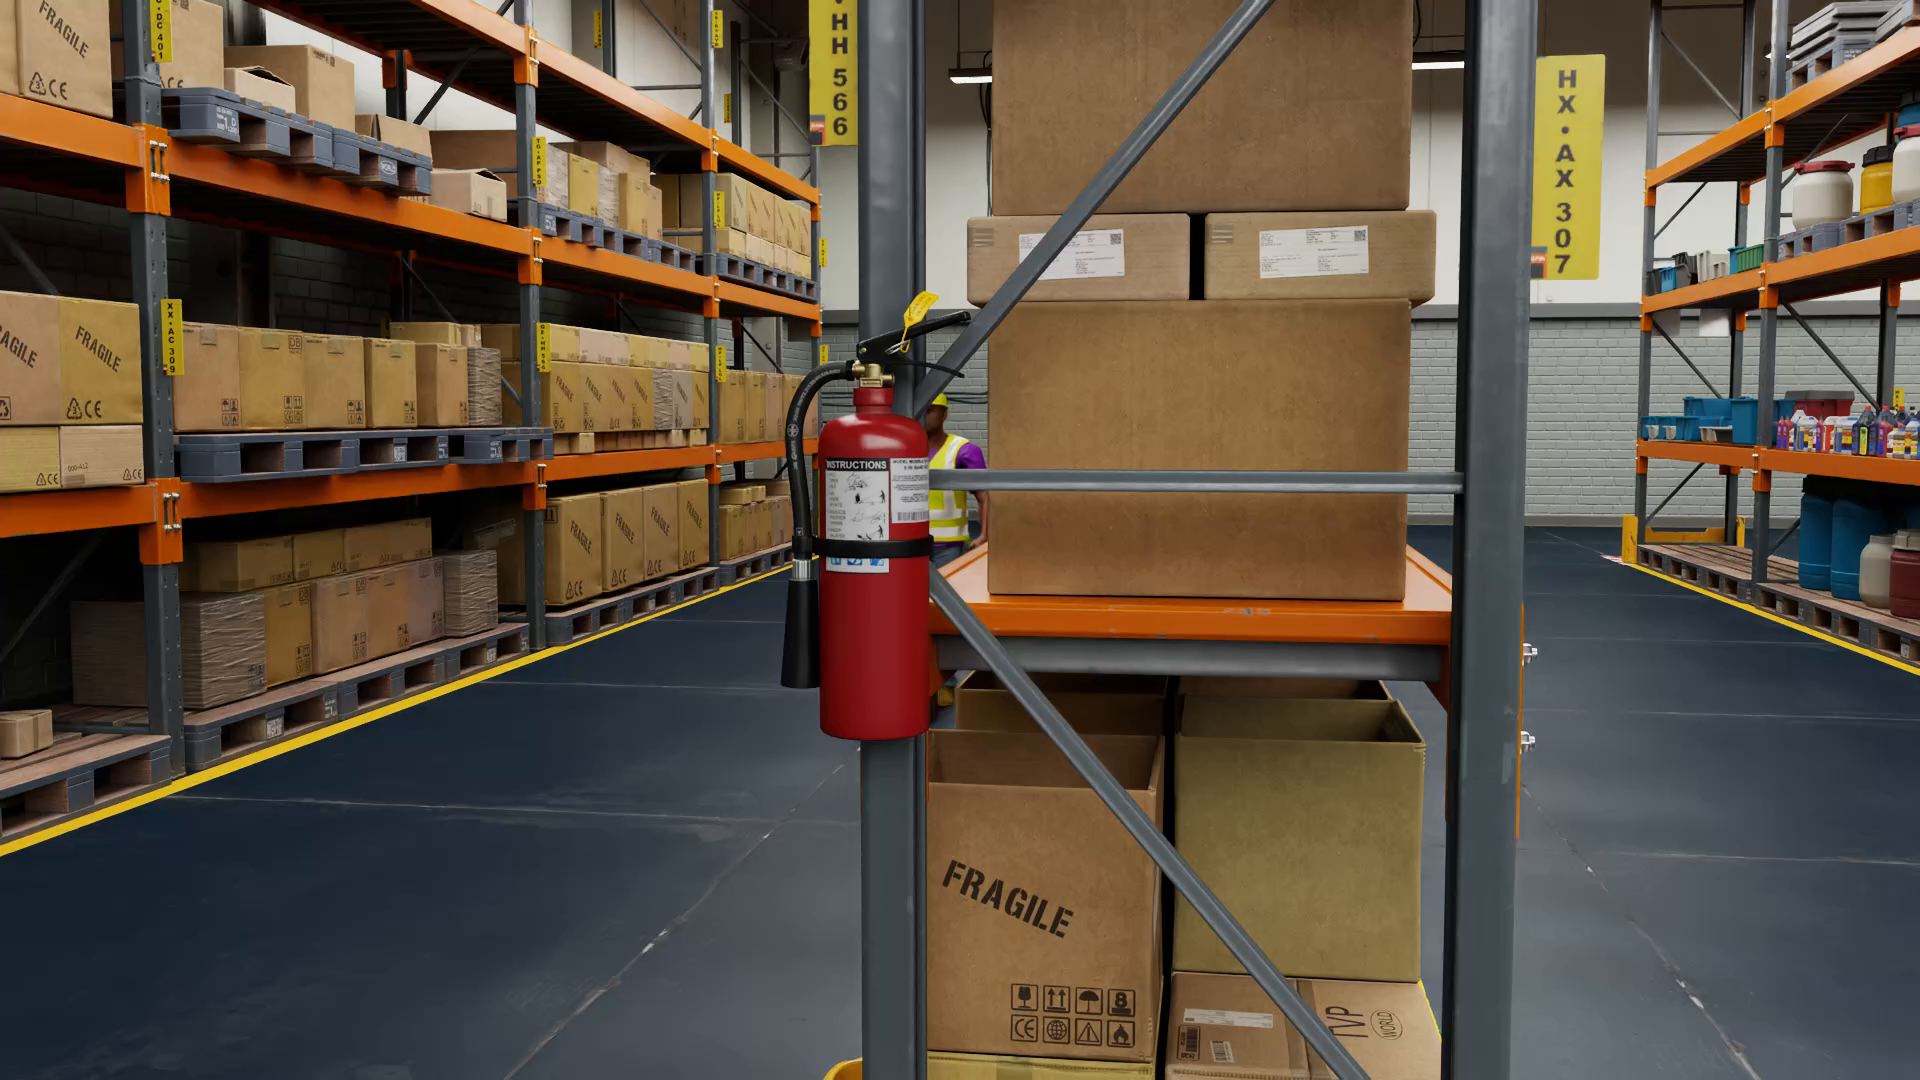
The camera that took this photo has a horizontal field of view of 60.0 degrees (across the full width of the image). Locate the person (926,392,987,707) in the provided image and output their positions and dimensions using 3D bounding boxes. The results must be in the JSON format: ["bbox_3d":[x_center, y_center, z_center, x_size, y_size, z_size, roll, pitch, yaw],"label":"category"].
[{"bbox_3d":[-0.171,0.063,9.111,0.718,1.822,0.502,1,5,10],"label":"person"}]
